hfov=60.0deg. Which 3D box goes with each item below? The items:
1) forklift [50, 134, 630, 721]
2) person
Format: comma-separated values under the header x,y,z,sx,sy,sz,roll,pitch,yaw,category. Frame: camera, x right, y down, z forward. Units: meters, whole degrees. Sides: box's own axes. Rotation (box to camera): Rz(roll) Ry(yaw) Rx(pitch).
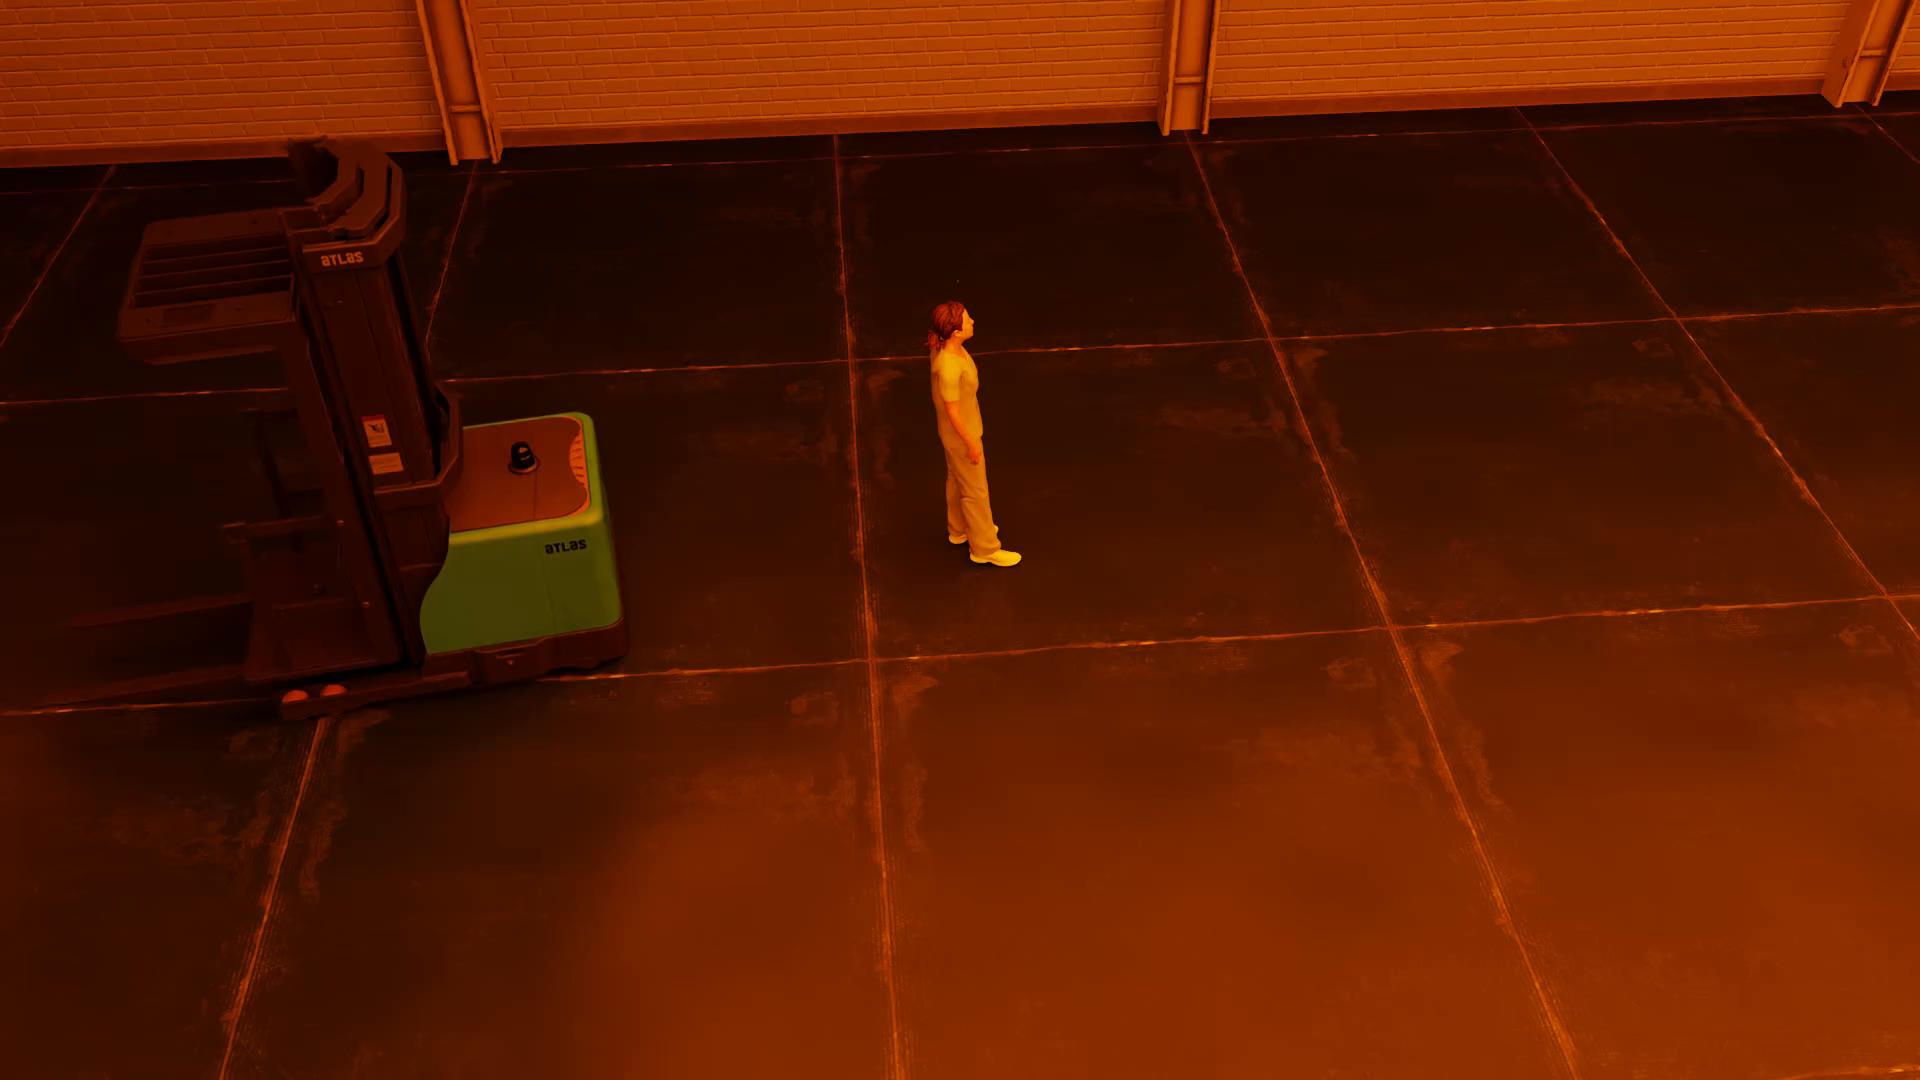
x,y,z,sx,sy,sz,roll,pitch,yaw,category
-3.438,-0.512,8.536,3.031,2.935,1.130,-9,41,-10,forklift
0.074,-0.638,9.638,0.549,1.675,0.549,-3,41,-4,person
